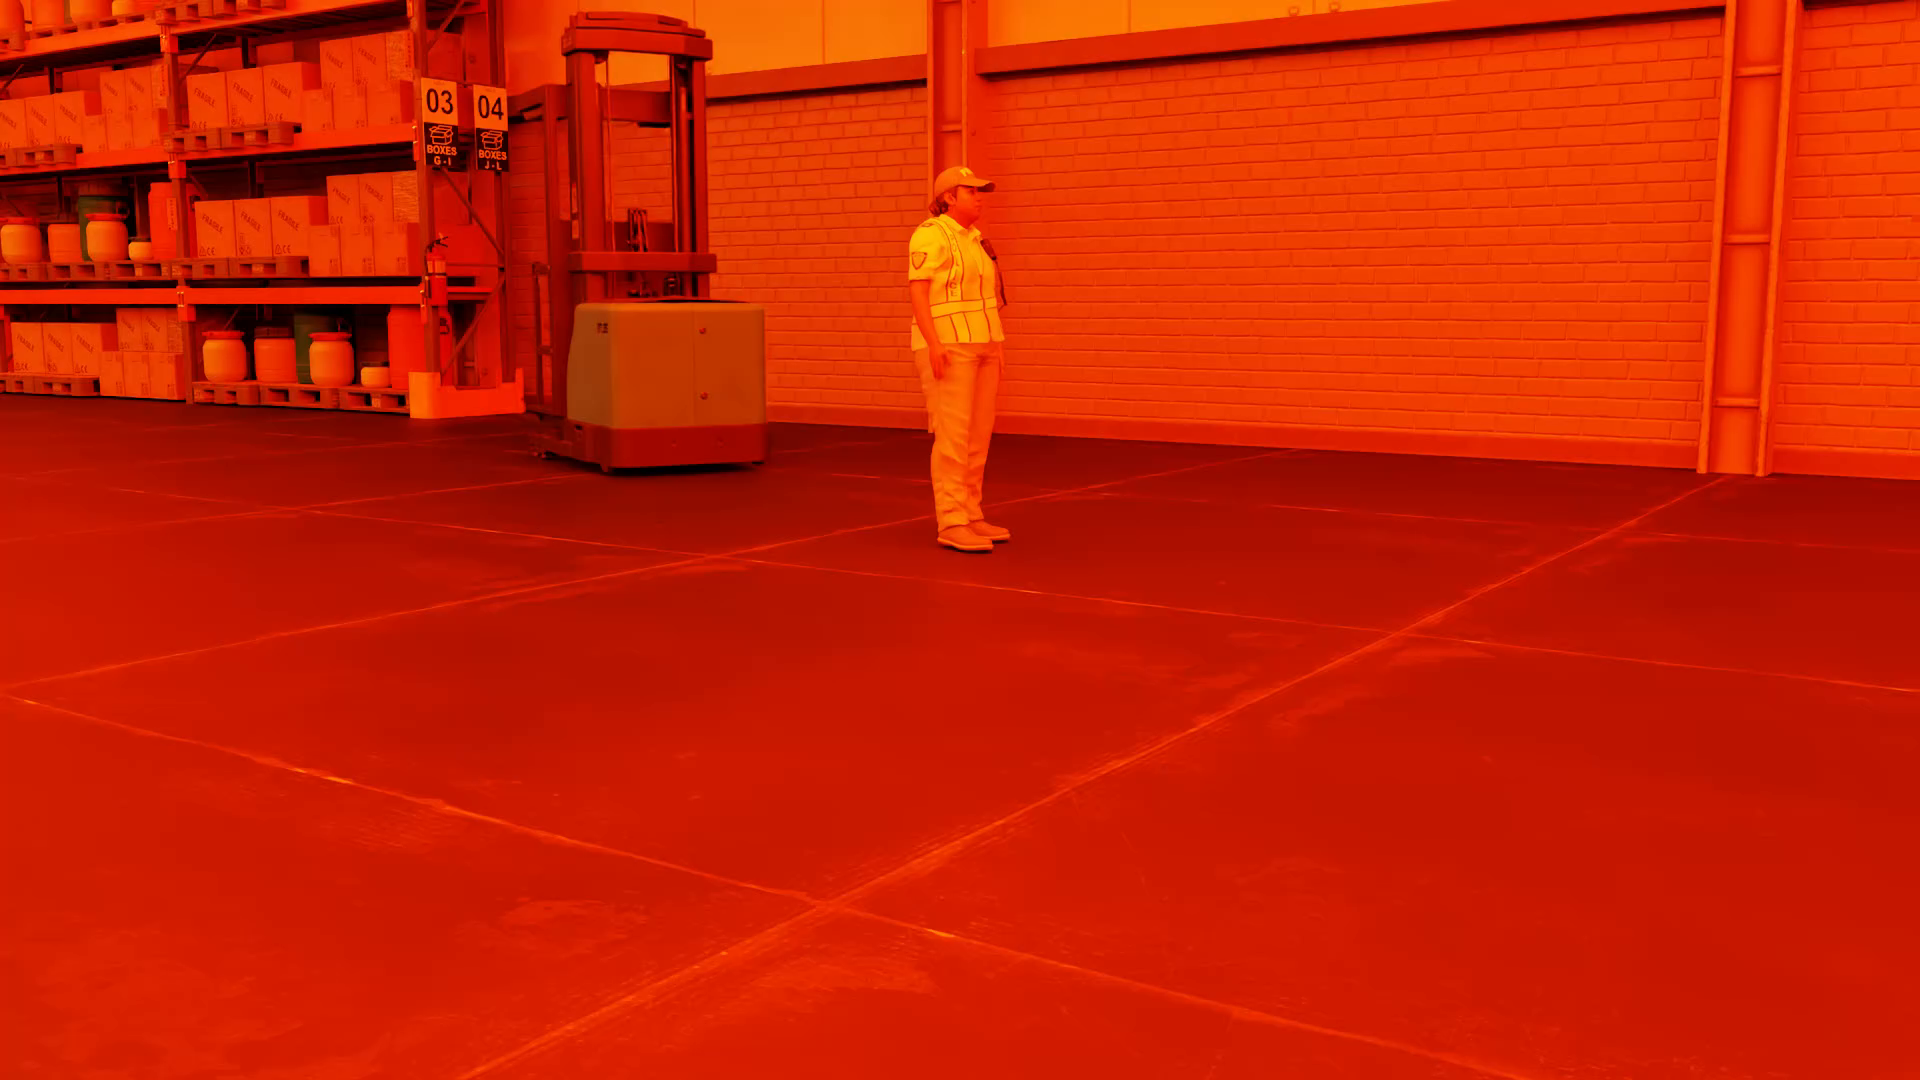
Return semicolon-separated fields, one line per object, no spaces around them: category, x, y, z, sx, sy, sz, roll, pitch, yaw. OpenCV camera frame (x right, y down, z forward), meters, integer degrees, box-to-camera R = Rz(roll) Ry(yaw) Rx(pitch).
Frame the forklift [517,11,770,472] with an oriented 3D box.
forklift;-2.386;-2.040;11.536;1.130;2.935;3.031;-5;9;-29

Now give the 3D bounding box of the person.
person;0.051;-0.825;7.424;0.529;1.670;0.598;5;10;34
